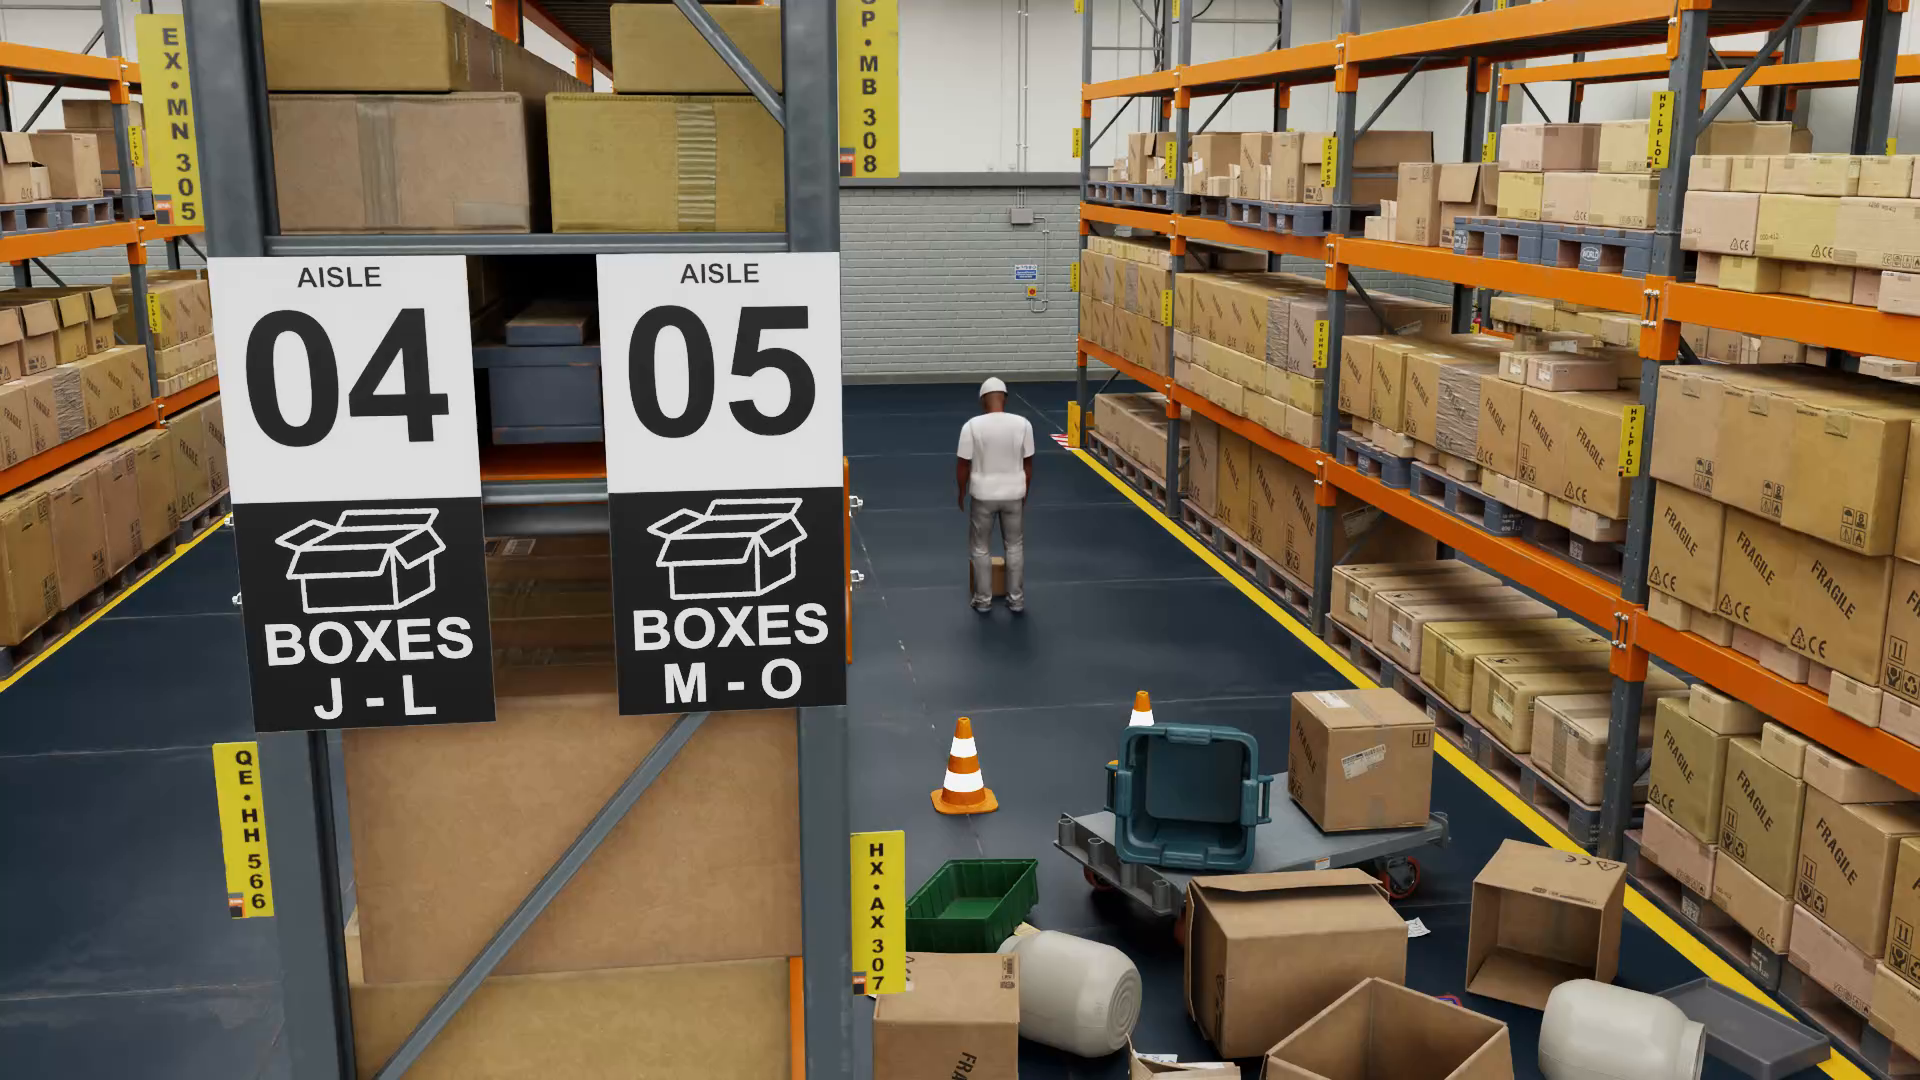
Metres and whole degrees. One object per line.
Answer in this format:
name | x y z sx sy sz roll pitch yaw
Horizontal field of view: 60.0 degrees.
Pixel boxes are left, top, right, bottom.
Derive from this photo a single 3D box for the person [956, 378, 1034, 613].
person | 0.257 -0.334 12.425 0.578 1.745 0.396 -2 13 -7
